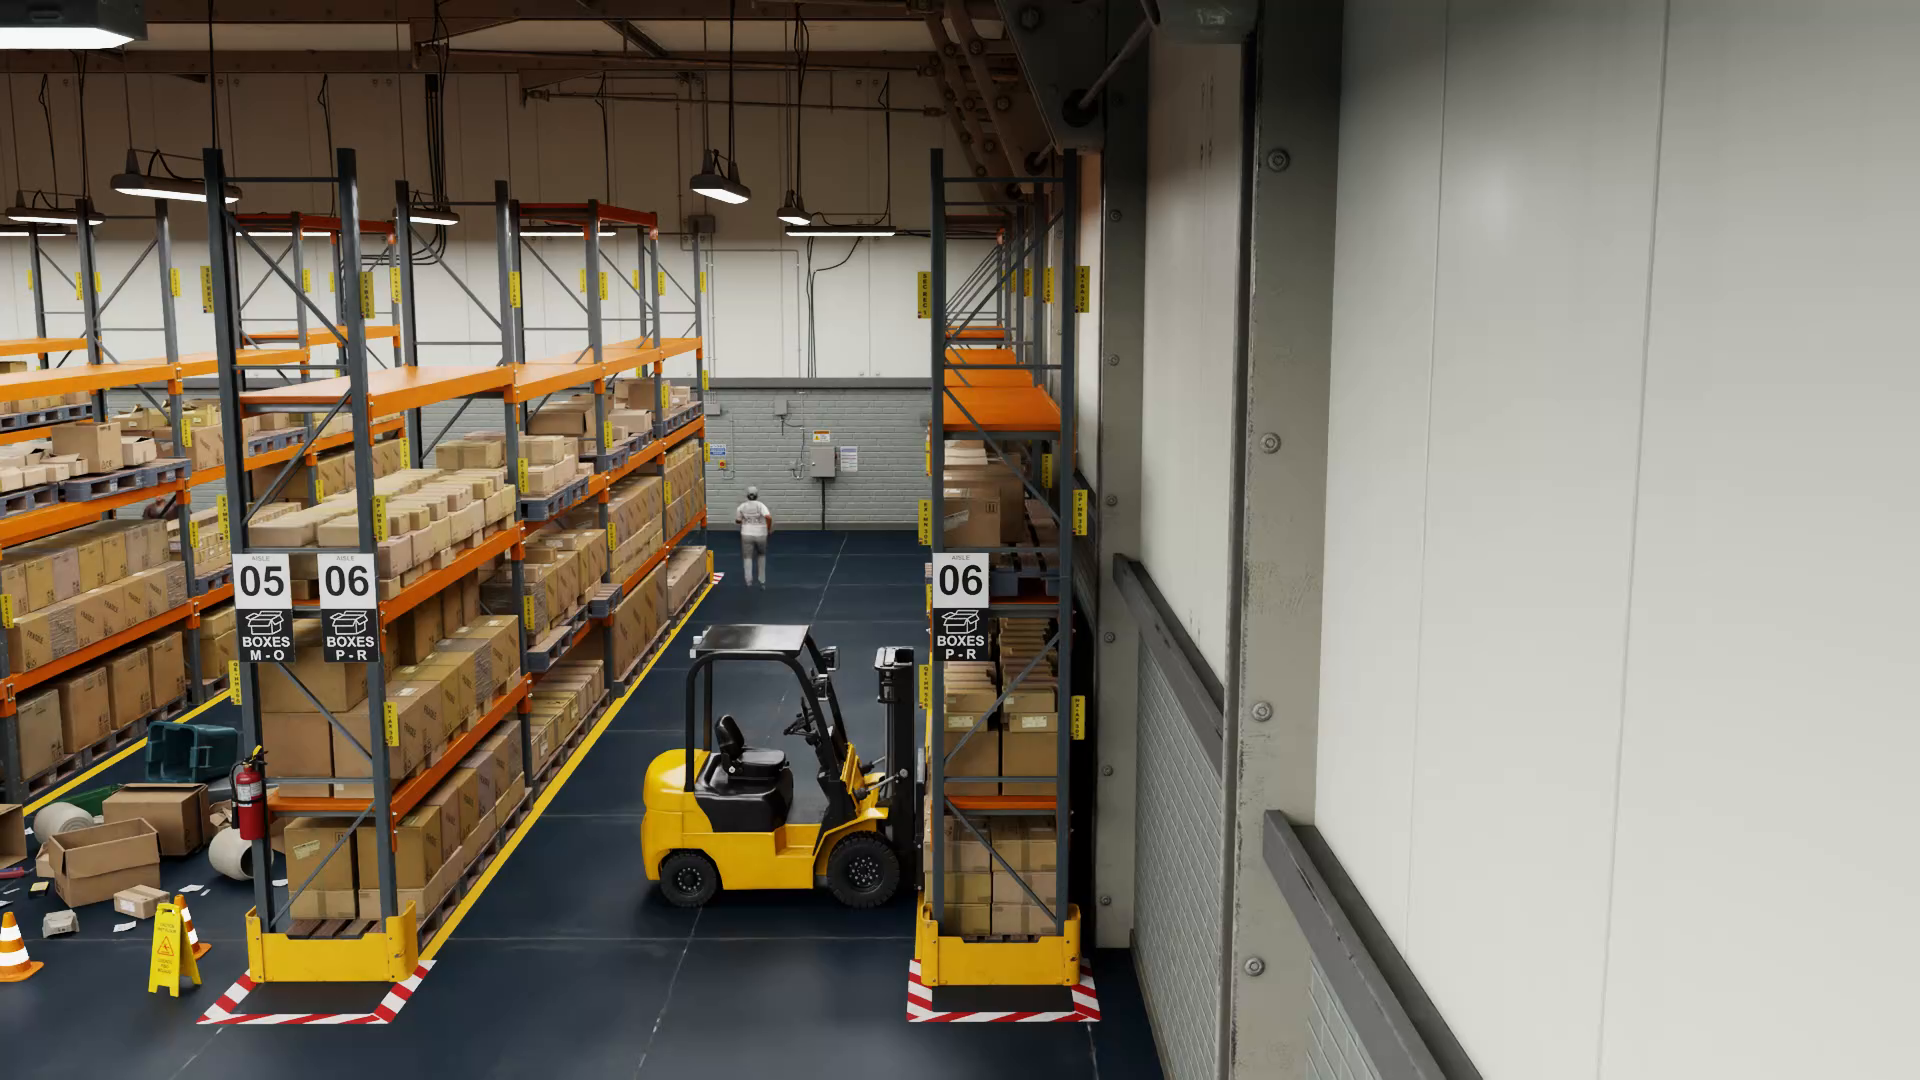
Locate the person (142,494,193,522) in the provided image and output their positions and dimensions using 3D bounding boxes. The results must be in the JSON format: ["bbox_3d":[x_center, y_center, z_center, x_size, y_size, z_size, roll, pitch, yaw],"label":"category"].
[{"bbox_3d":[-12.892,-0.012,27.045,0.710,1.704,0.623,-1,9,-3],"label":"person"}]

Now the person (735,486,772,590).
[{"bbox_3d":[-3.247,0.009,26.200,0.579,1.725,0.757,-1,9,-7],"label":"person"}]
